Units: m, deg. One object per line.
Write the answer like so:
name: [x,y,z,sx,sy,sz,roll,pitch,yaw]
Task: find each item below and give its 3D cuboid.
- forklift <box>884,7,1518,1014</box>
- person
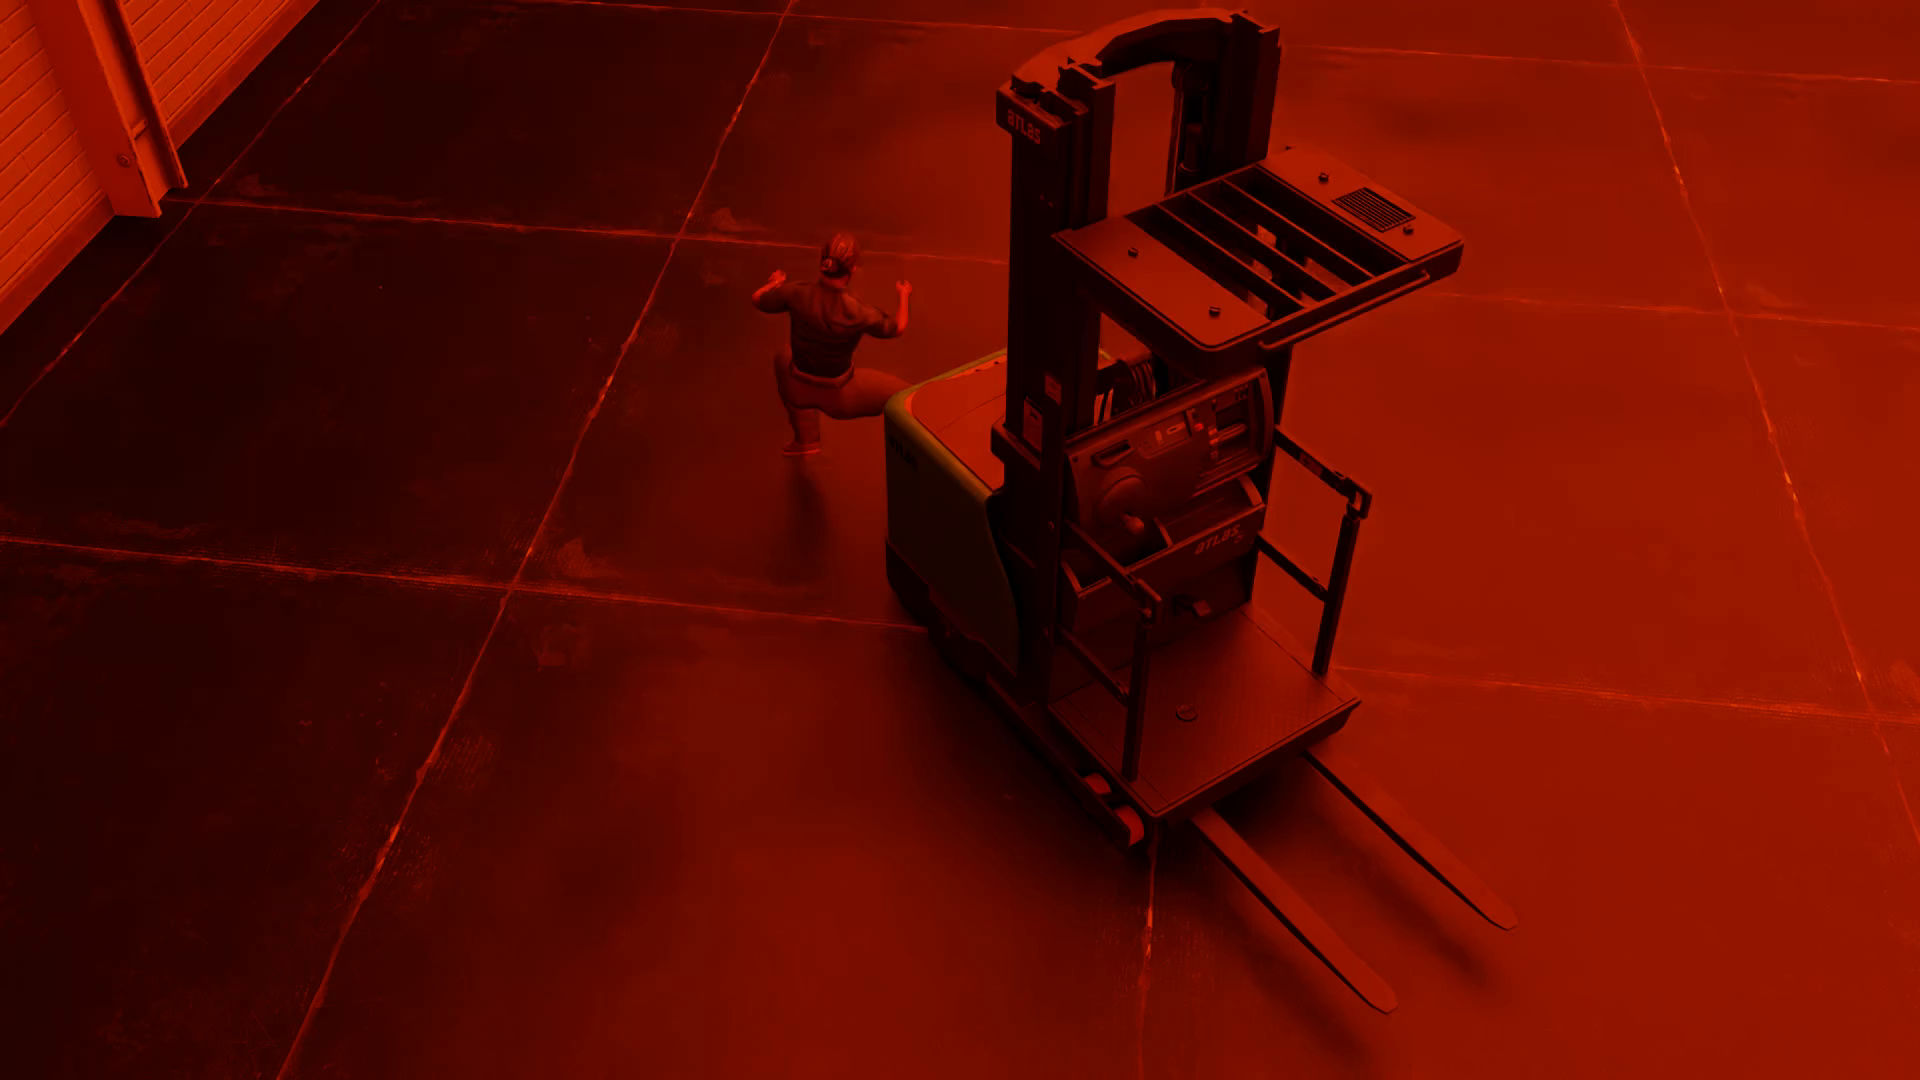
forklift: [0.907,-0.243,5.989,1.130,2.935,3.031,-25,48,-24]
person: [-0.531,-0.889,7.806,0.873,1.420,0.716,12,44,13]
